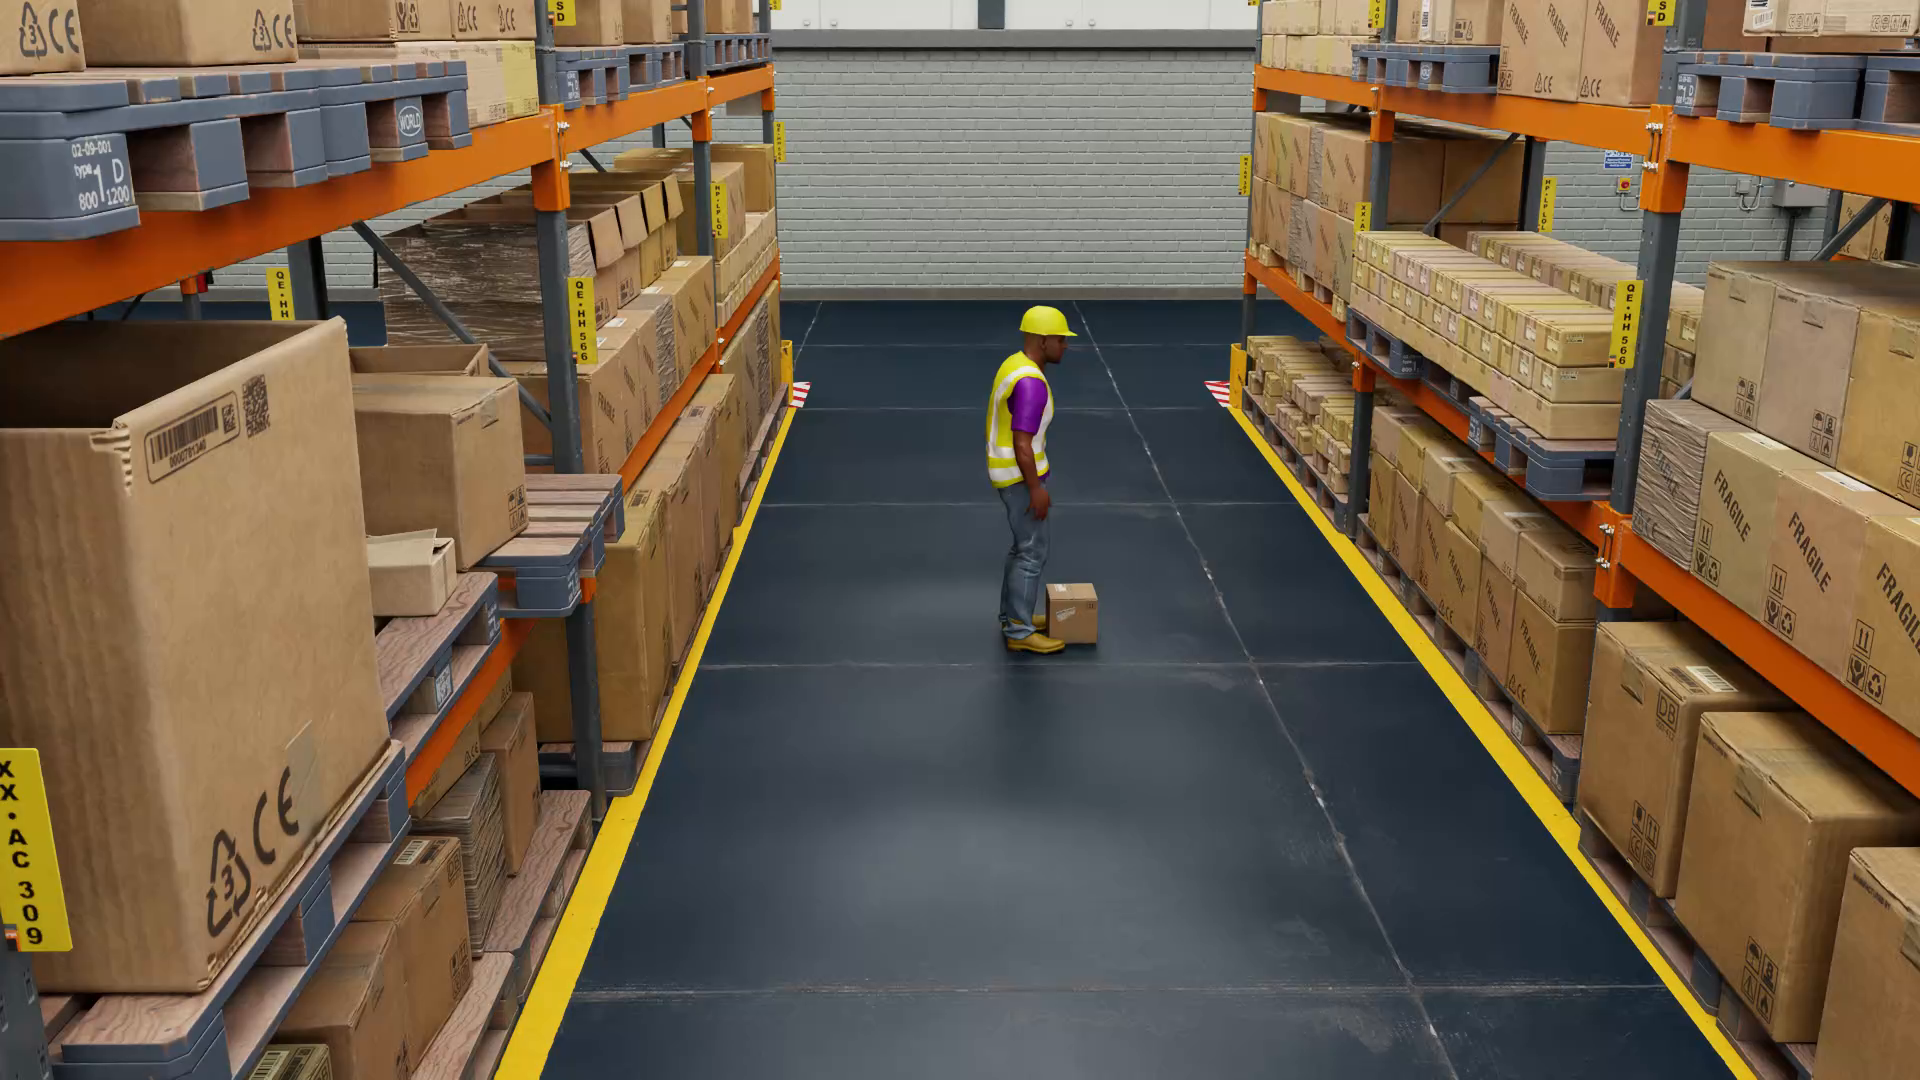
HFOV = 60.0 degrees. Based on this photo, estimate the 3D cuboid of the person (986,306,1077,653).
[{"bbox_3d":[0.362,-0.327,8.581,0.457,1.761,0.626,0,17,0],"label":"person"}]
